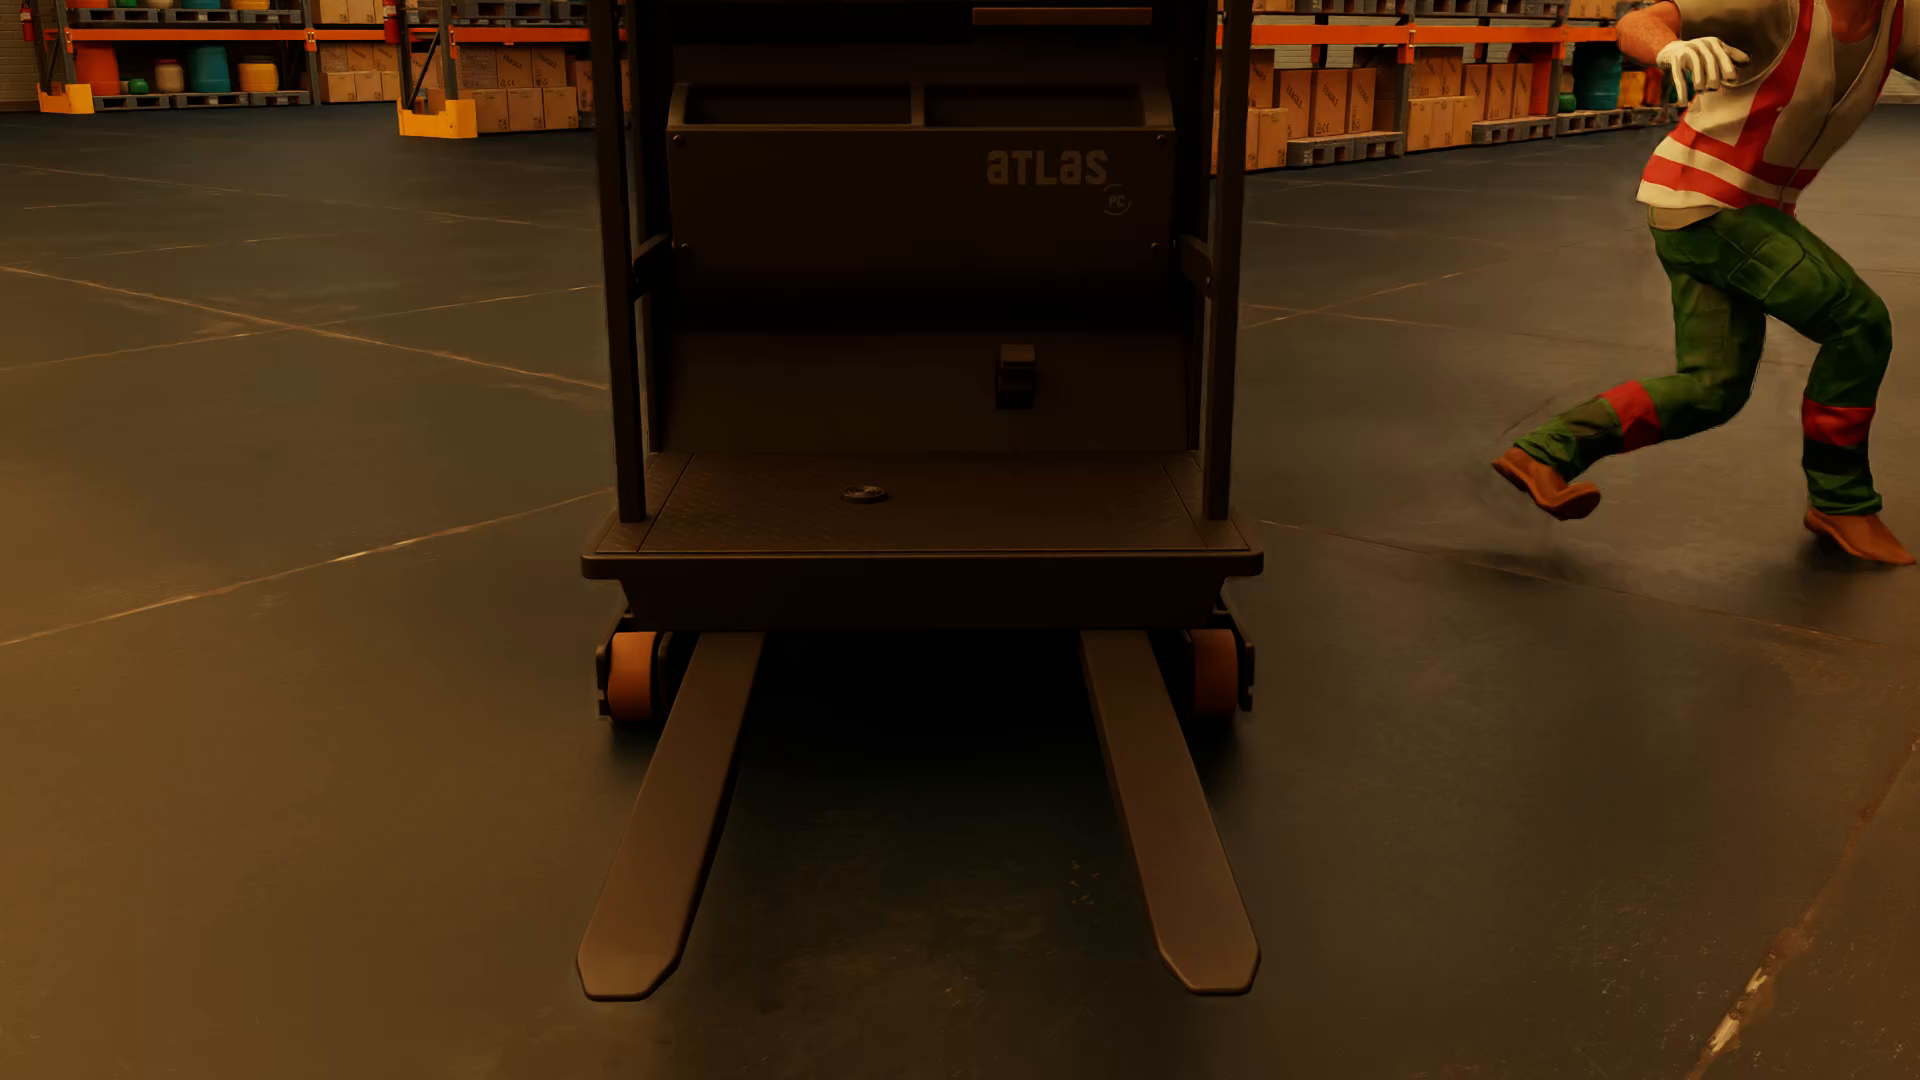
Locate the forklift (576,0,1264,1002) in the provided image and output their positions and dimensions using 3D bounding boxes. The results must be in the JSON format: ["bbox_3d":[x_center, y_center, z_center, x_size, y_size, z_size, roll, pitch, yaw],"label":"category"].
[{"bbox_3d":[-0.065,-1.173,2.760,1.130,2.935,3.031,0,17,-1],"label":"forklift"}]

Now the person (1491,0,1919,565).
[{"bbox_3d":[1.835,-0.672,3.591,1.147,1.549,0.911,16,23,42],"label":"person"}]
